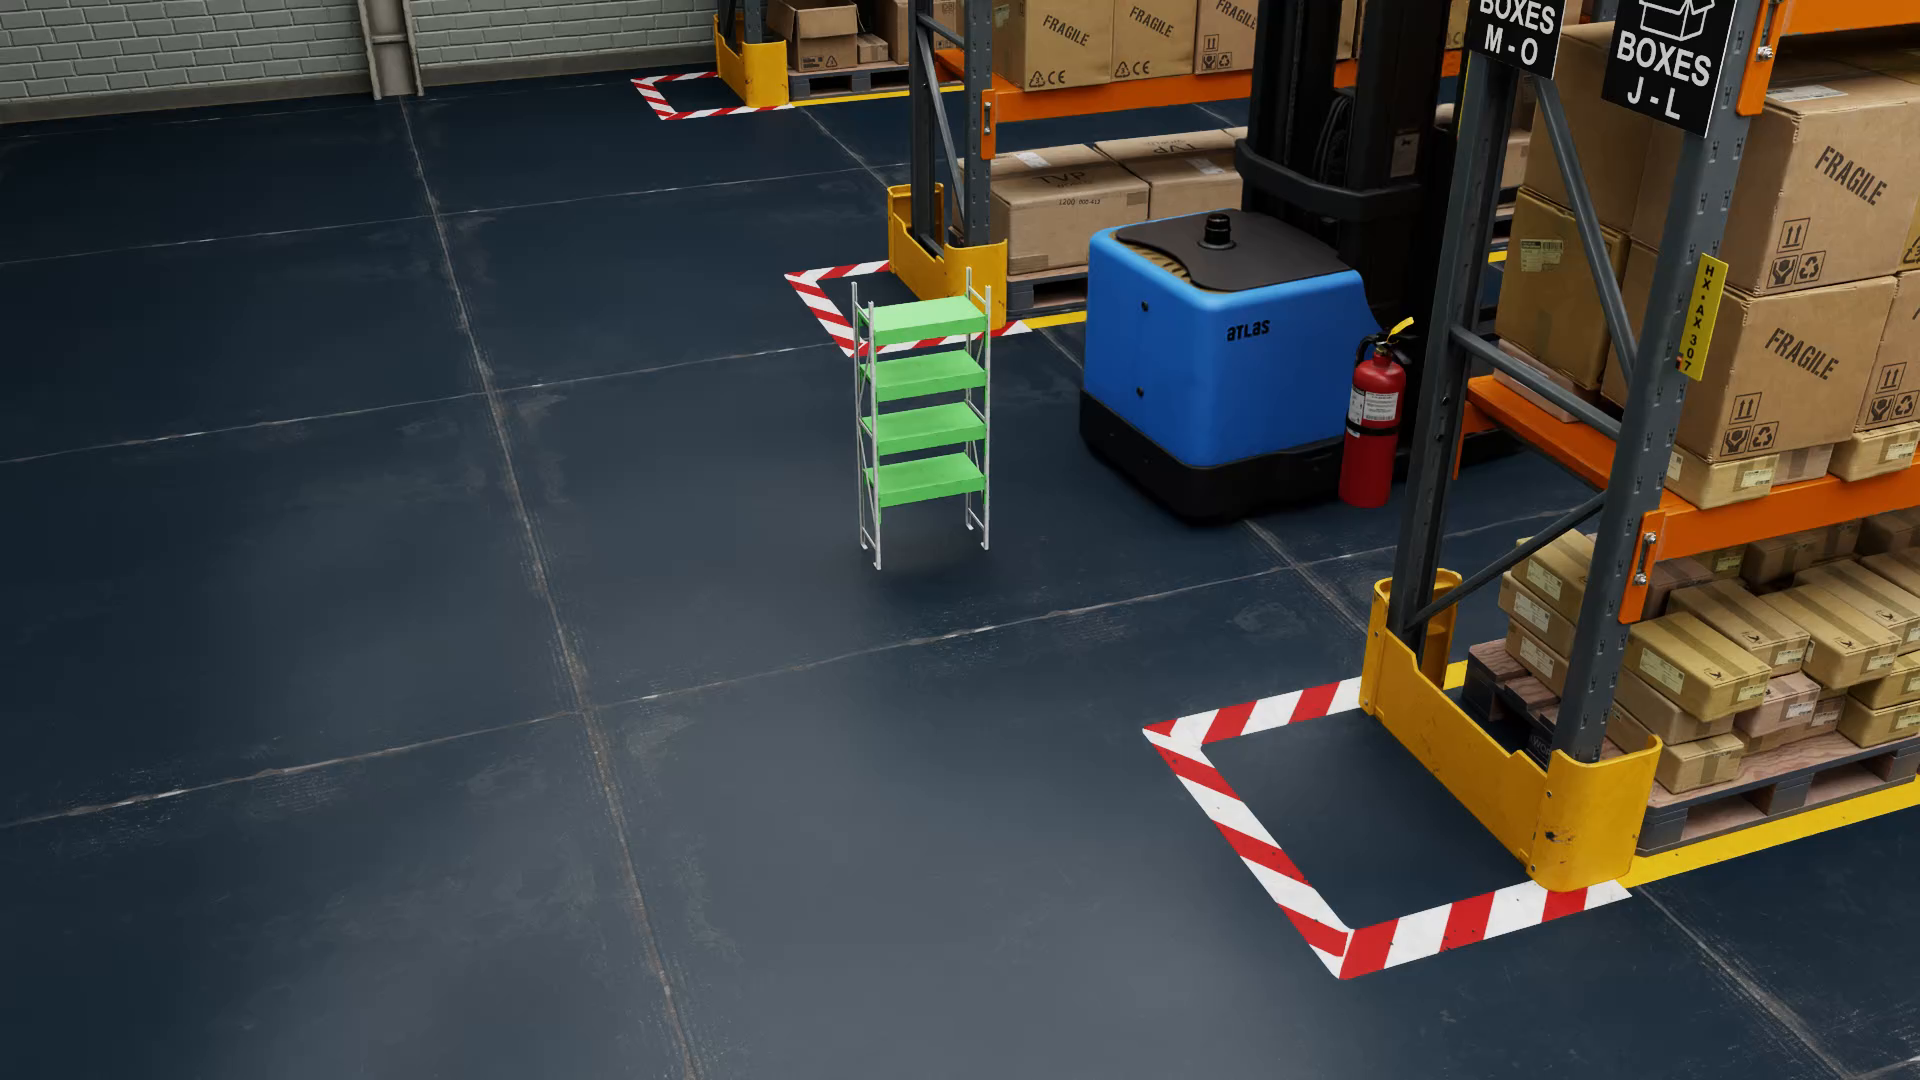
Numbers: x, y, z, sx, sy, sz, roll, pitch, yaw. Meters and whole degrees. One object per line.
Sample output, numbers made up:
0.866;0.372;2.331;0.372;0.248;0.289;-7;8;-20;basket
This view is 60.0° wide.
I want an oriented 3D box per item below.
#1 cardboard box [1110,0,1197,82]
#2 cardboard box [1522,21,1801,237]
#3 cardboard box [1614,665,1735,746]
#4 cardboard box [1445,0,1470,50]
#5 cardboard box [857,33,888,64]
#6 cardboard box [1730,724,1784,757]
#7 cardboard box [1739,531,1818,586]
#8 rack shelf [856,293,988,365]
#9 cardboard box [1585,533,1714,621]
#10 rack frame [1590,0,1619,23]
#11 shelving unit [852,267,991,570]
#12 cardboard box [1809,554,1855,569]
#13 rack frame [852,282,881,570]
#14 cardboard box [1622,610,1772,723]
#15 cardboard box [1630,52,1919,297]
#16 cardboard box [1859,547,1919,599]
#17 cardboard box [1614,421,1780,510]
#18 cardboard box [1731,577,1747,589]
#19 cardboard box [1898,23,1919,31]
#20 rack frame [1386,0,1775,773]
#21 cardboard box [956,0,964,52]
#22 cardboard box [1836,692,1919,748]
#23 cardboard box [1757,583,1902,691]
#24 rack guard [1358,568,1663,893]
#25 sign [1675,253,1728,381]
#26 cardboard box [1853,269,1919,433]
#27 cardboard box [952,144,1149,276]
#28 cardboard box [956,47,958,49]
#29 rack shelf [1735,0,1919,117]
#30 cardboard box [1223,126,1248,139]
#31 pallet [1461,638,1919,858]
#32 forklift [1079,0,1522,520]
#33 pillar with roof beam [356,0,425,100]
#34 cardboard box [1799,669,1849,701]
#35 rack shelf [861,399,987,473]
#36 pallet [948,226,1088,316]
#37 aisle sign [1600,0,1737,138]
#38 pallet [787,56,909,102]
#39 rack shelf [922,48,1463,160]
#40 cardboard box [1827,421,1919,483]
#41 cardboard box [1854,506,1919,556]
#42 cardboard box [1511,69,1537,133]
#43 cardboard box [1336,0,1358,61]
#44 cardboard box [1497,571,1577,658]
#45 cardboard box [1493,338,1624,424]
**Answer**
0.950;-2.833;9.092;0.500;0.500;0.500;-11;31;-18;cardboard box
2.099;-1.262;5.024;0.500;0.500;0.500;-11;31;-19;cardboard box
2.337;0.495;5.506;0.250;0.149;0.380;-9;31;-16;cardboard box
2.859;-3.184;9.707;0.500;0.500;0.500;-11;32;-19;cardboard box
-0.780;-4.103;13.877;0.250;0.149;0.380;-12;32;-20;cardboard box
2.576;0.570;5.674;0.250;0.149;0.380;-11;31;-18;cardboard box
2.883;-0.008;6.088;0.250;0.149;0.380;-12;32;-20;cardboard box
-0.155;-0.854;6.697;0.480;0.148;0.258;-10;31;-18;rack shelf
2.420;0.111;5.879;0.250;0.149;0.380;-10;31;-17;cardboard box
3.685;-3.430;10.241;0.127;3.000;1.000;-10;31;-18;rack frame
-0.155;-0.493;6.903;0.503;1.200;0.258;-10;31;-18;shelving unit
3.119;0.057;6.275;0.250;0.149;0.380;-10;31;-17;cardboard box
-0.384;-0.451;6.829;0.015;1.200;0.240;-10;31;-18;rack frame
2.366;0.404;5.365;0.250;0.149;0.380;-12;32;-20;cardboard box
2.270;-1.022;4.602;0.500;0.500;0.500;-11;31;-18;cardboard box
3.330;0.192;5.737;0.250;0.149;0.380;-9;31;-16;cardboard box
2.175;-0.255;4.922;0.250;0.149;0.380;-11;31;-18;cardboard box
2.638;0.152;6.108;0.250;0.149;0.380;-12;32;-20;cardboard box
3.058;-1.444;5.342;0.500;0.500;0.500;-9;31;-15;cardboard box
1.757;-0.461;5.028;0.127;3.000;1.000;-10;31;-18;rack frame
0.296;-2.989;9.366;0.500;0.500;0.500;-10;31;-17;cardboard box
3.084;0.531;5.743;0.250;0.149;0.380;-10;31;-17;cardboard box
2.864;0.317;5.518;0.250;0.149;0.380;-11;31;-18;cardboard box
1.828;0.612;5.670;0.348;0.500;1.175;-10;31;-18;rack guard
1.946;-0.585;4.372;0.005;0.325;0.100;-10;31;-18;sign
2.767;-0.687;5.024;0.500;0.500;0.500;-10;31;-18;cardboard box
0.520;-1.969;9.841;0.875;0.438;0.875;-12;32;-19;cardboard box
0.153;-4.374;13.999;0.500;0.500;0.500;-10;31;-17;cardboard box
3.631;-1.797;5.070;4.000;0.370;1.077;-10;31;-18;rack shelf
2.220;-2.286;10.396;0.875;0.438;0.875;-11;32;-19;cardboard box
2.602;0.614;5.959;1.213;0.211;1.003;-10;31;-18;pallet
2.126;-1.857;7.548;3.031;2.935;1.130;-14;32;-23;forklift
-3.139;-5.604;7.996;0.400;9.000;9.100;-10;31;-18;pillar with roof beam
2.812;0.391;5.689;0.250;0.149;0.380;-10;31;-17;cardboard box
-0.155;-0.437;6.934;0.480;0.148;0.258;-10;31;-18;rack shelf
0.658;-1.702;10.025;1.213;0.211;1.003;-10;31;-18;pallet
1.793;-1.438;4.119;0.004;0.787;0.394;-10;31;-18;aisle sign
-0.980;-3.982;14.026;1.213;0.211;1.003;-10;31;-18;pallet
1.810;-2.772;9.813;4.000;0.370;1.077;-10;31;-18;rack shelf
2.670;-0.340;5.071;0.250;0.149;0.380;-11;32;-19;cardboard box
3.401;-0.074;6.204;0.250;0.149;0.380;-11;32;-19;cardboard box
4.238;-2.834;10.916;0.875;0.875;0.875;-9;31;-16;cardboard box
1.897;-3.007;9.396;0.500;0.500;0.500;-9;31;-16;cardboard box
2.152;0.243;5.949;0.250;0.149;0.380;-11;32;-19;cardboard box
1.964;-0.539;5.420;0.250;0.149;0.380;-10;31;-18;cardboard box
